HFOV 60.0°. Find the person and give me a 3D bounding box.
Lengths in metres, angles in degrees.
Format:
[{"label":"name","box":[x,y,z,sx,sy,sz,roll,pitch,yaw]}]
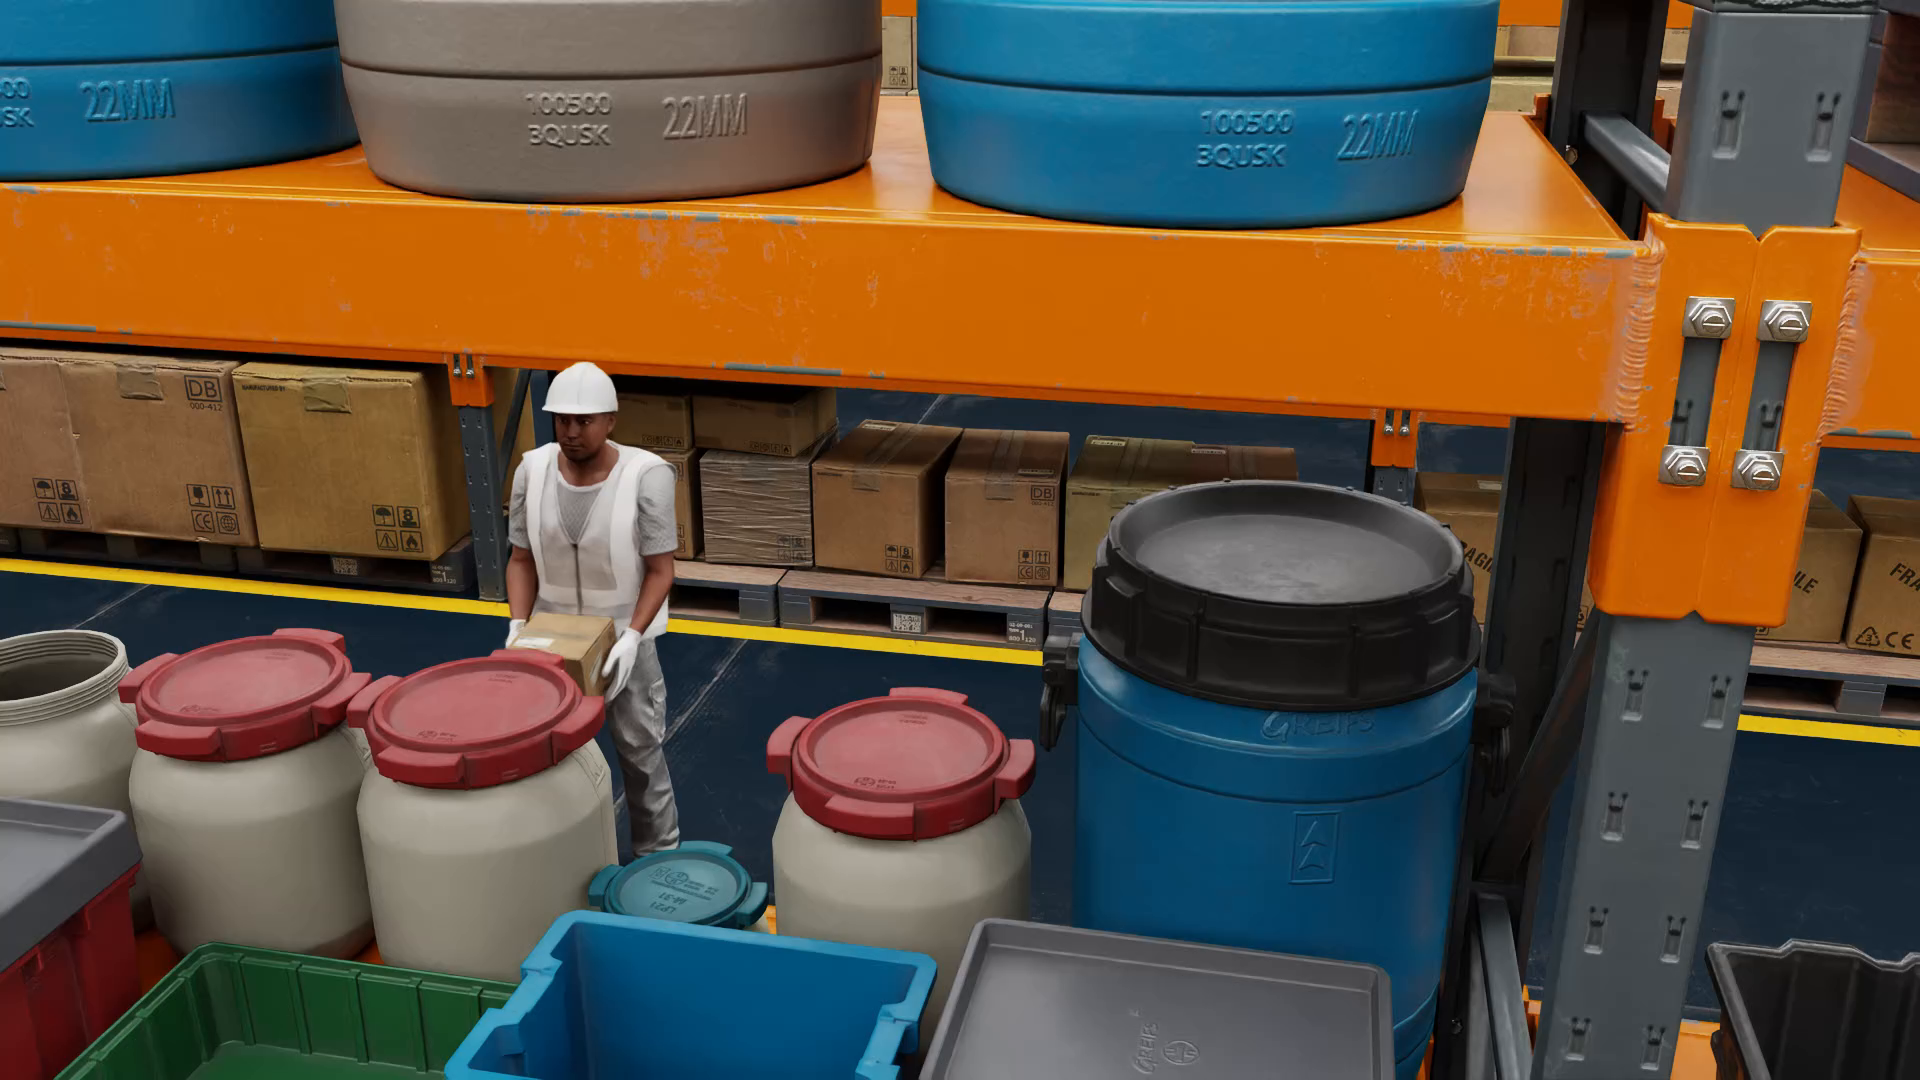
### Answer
[{"label":"person","box":[-1.150,0.332,5.205,0.546,1.786,0.509,4,22,10]}]
